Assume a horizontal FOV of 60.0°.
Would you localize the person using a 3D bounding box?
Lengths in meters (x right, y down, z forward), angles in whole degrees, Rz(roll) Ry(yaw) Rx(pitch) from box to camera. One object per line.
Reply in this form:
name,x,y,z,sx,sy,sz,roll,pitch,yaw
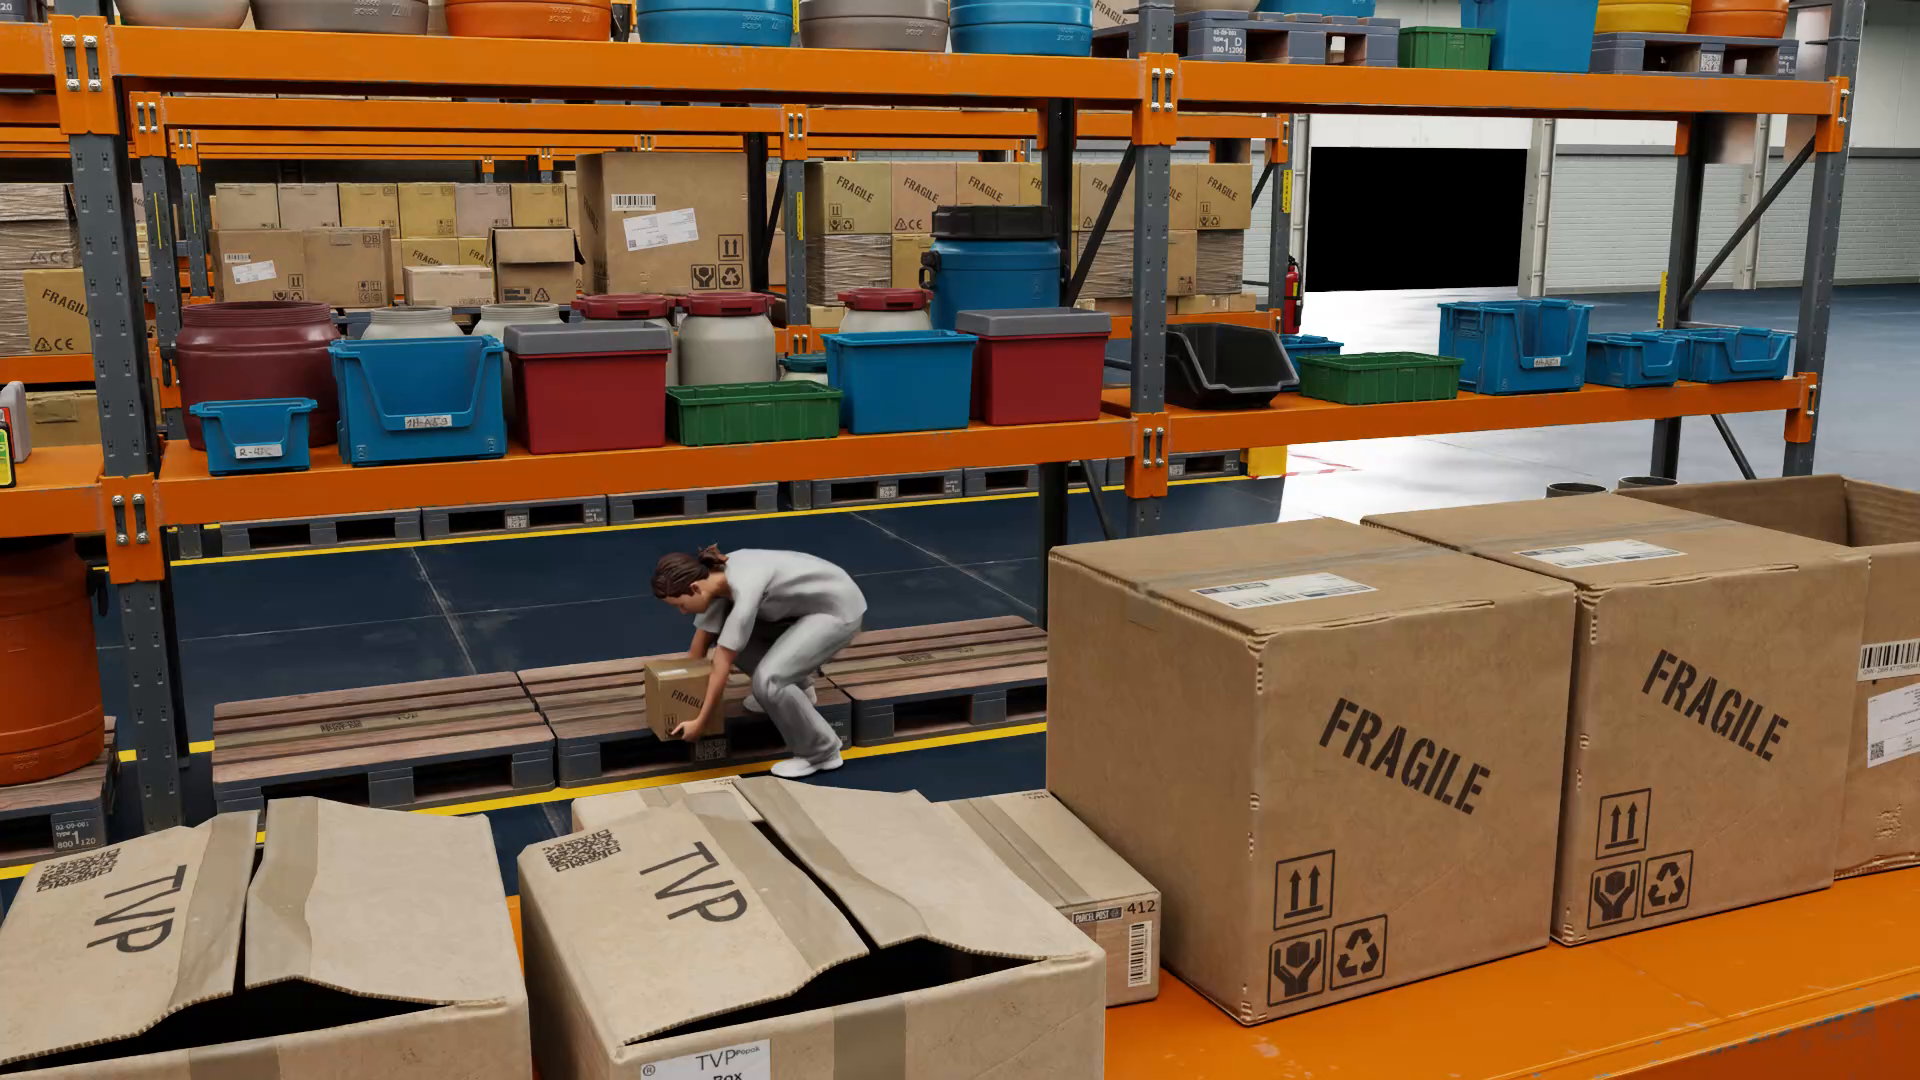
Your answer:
person,-0.790,0.454,6.580,0.856,0.953,0.484,-6,13,-25
